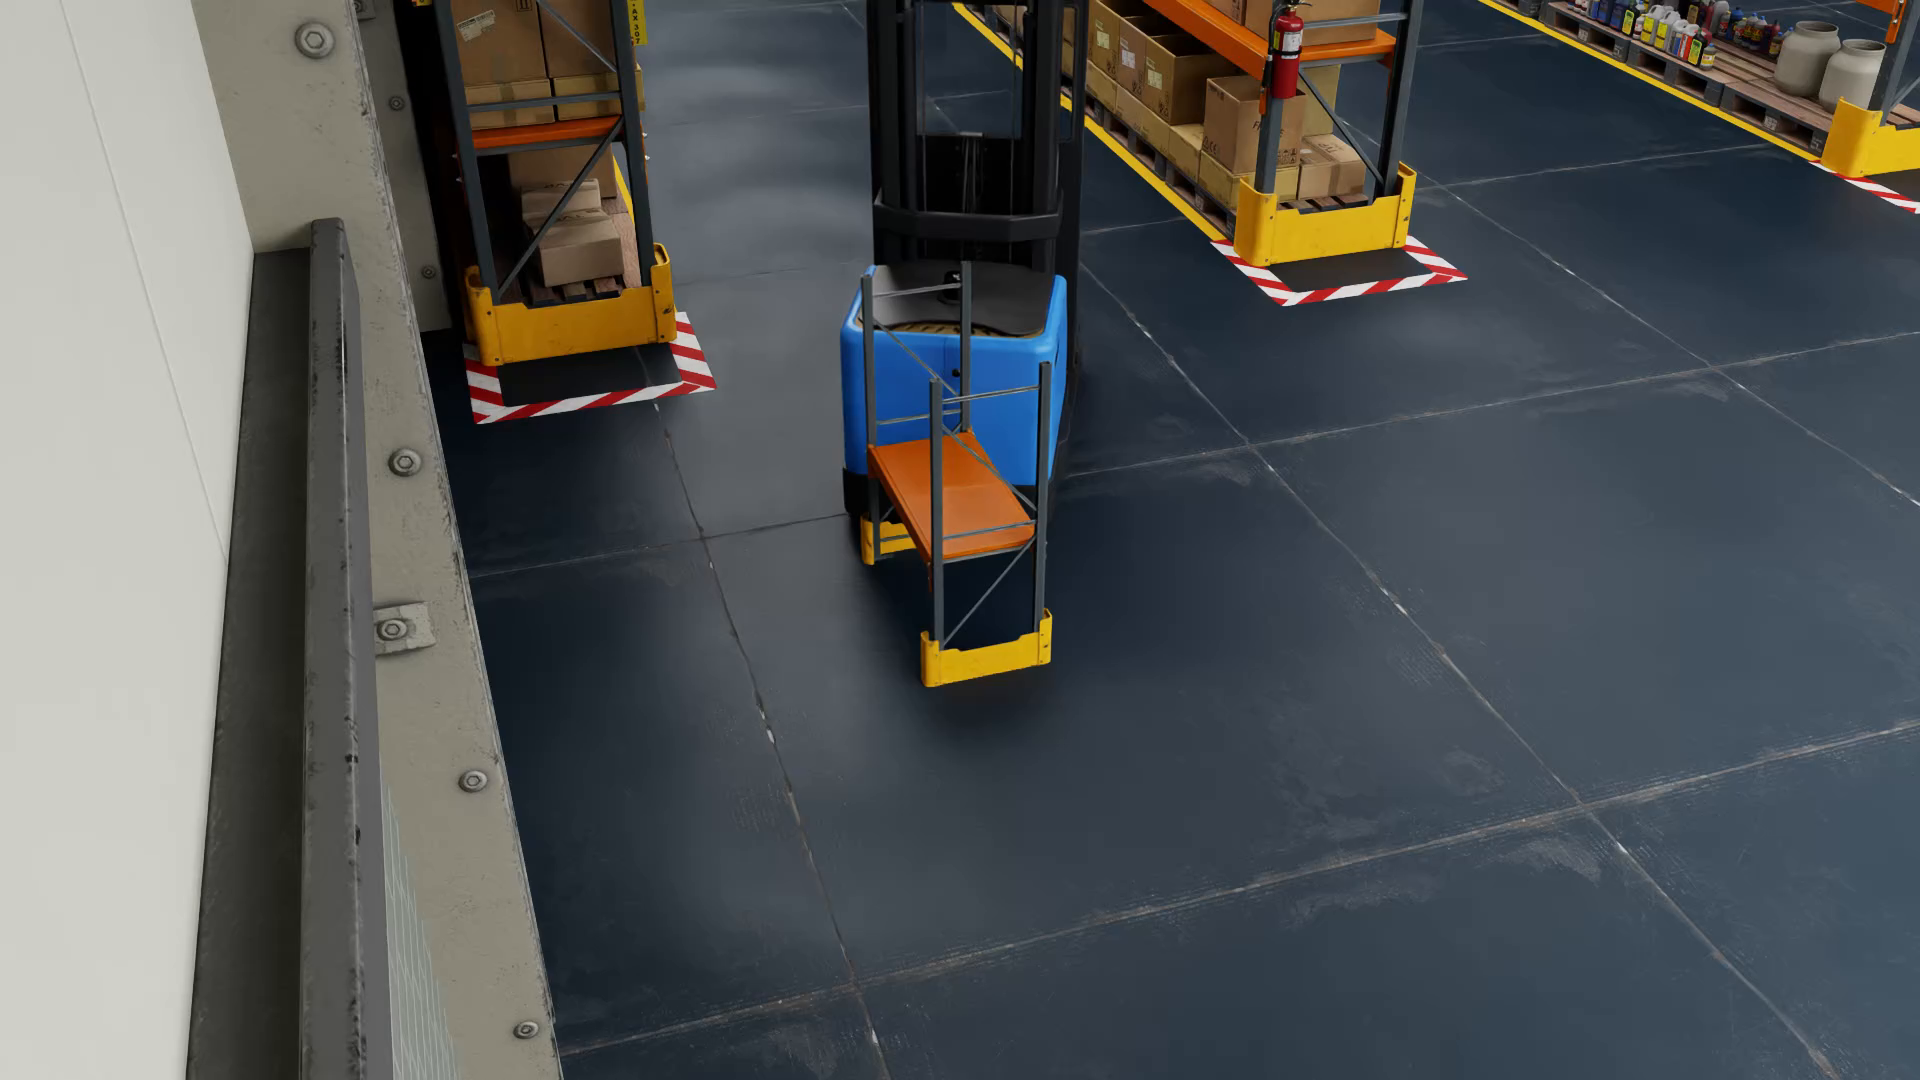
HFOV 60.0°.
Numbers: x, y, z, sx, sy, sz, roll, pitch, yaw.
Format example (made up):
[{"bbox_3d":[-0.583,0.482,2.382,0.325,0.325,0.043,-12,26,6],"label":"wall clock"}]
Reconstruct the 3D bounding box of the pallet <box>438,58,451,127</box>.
[{"bbox_3d":[-3.749,-3.759,13.747,1.003,0.211,1.213,-10,35,-15],"label":"pallet"}]

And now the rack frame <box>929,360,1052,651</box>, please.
[{"bbox_3d":[0.122,-0.038,6.947,0.500,1.500,0.032,-10,35,-15],"label":"rack frame"}]

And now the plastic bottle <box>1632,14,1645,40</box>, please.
[{"bbox_3d":[5.898,-4.450,14.403,0.097,0.201,0.097,0,33,0],"label":"plastic bottle"}]

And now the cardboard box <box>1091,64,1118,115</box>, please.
[{"bbox_3d":[1.355,-3.555,13.023,0.500,0.250,0.500,-10,35,-15],"label":"cardboard box"}]

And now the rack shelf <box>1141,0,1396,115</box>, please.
[{"bbox_3d":[1.817,-3.998,12.233,1.077,0.370,4.000,-10,35,-15],"label":"rack shelf"}]

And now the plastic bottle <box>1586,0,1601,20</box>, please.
[{"bbox_3d":[5.730,-4.821,14.896,0.152,0.276,0.135,-9,34,-13],"label":"plastic bottle"}]

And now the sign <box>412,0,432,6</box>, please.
[{"bbox_3d":[-2.824,-2.946,8.650,0.100,0.325,0.005,-10,35,-15],"label":"sign"}]

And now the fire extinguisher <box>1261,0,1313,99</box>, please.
[{"bbox_3d":[2.021,-3.076,10.254,0.296,0.674,0.183,-10,35,-15],"label":"fire extinguisher"}]

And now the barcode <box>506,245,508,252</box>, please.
[{"bbox_3d":[-2.801,-1.800,10.284,0.001,0.075,0.075,-10,35,-15],"label":"barcode"}]

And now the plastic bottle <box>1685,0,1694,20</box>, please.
[{"bbox_3d":[6.544,-4.761,14.799,0.061,0.283,0.133,-8,34,-12],"label":"plastic bottle"}]

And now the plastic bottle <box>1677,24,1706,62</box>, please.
[{"bbox_3d":[6.117,-4.154,13.887,0.152,0.276,0.135,-10,35,-14],"label":"plastic bottle"}]

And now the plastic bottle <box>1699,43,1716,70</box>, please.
[{"bbox_3d":[6.168,-3.986,13.701,0.097,0.201,0.097,0,33,0],"label":"plastic bottle"}]

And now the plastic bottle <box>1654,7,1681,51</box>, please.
[{"bbox_3d":[6.020,-4.345,14.108,0.144,0.351,0.185,-9,34,-13],"label":"plastic bottle"}]

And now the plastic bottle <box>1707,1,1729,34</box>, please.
[{"bbox_3d":[6.599,-4.581,14.533,0.152,0.276,0.135,-9,35,-14],"label":"plastic bottle"}]

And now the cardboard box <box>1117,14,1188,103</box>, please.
[{"bbox_3d":[1.510,-3.606,12.420,0.500,0.500,0.500,-10,35,-15],"label":"cardboard box"}]

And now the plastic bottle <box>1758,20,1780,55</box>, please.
[{"bbox_3d":[6.837,-4.256,14.035,0.061,0.283,0.133,-9,35,-14],"label":"plastic bottle"}]

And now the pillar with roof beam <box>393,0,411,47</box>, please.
[{"bbox_3d":[-1.057,-9.013,13.727,9.100,9.000,0.400,-10,35,-15],"label":"pillar with roof beam"}]

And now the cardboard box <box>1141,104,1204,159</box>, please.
[{"bbox_3d":[1.664,-3.031,12.230,0.500,0.250,0.500,-10,35,-15],"label":"cardboard box"}]

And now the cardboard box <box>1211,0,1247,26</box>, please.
[{"bbox_3d":[2.132,-3.812,11.208,0.700,0.500,0.500,-9,35,-13],"label":"cardboard box"}]

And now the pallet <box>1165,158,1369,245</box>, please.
[{"bbox_3d":[2.154,-2.480,11.811,1.003,0.211,1.213,-10,35,-15],"label":"pallet"}]

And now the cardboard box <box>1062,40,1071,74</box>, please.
[{"bbox_3d":[1.059,-4.082,13.820,0.500,0.250,0.500,-10,35,-15],"label":"cardboard box"}]

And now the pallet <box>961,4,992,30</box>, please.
[{"bbox_3d":[0.569,-5.207,15.939,1.003,0.211,1.213,-10,35,-15],"label":"pallet"}]

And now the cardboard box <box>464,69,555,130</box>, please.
[{"bbox_3d":[-2.617,-2.572,9.540,0.500,0.250,0.500,-10,35,-14],"label":"cardboard box"}]

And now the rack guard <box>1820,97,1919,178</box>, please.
[{"bbox_3d":[7.077,-3.069,12.440,1.175,0.500,0.348,-10,35,-15],"label":"rack guard"}]

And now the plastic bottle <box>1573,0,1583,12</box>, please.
[{"bbox_3d":[5.636,-4.901,15.086,0.097,0.201,0.097,0,33,0],"label":"plastic bottle"}]

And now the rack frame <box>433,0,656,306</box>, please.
[{"bbox_3d":[-2.290,-2.414,9.182,1.000,3.000,0.127,-10,35,-15],"label":"rack frame"}]

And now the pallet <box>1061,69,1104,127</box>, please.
[{"bbox_3d":[1.409,-3.761,13.750,1.003,0.211,1.213,-10,35,-15],"label":"pallet"}]

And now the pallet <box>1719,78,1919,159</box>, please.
[{"bbox_3d":[6.835,-3.376,13.167,1.003,0.211,1.213,-10,35,-15],"label":"pallet"}]

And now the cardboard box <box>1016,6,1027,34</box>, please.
[{"bbox_3d":[0.804,-4.546,14.521,0.500,0.250,0.500,-10,35,-15],"label":"cardboard box"}]

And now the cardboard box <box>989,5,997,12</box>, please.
[{"bbox_3d":[0.495,-5.080,15.330,0.500,0.250,0.500,-9,35,-14],"label":"cardboard box"}]

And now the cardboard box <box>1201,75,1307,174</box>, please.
[{"bbox_3d":[1.980,-2.821,11.231,0.500,0.500,0.500,-10,35,-15],"label":"cardboard box"}]

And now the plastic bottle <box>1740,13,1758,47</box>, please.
[{"bbox_3d":[6.754,-4.362,14.205,0.097,0.271,0.097,0,33,0],"label":"plastic bottle"}]

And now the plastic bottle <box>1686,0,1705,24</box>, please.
[{"bbox_3d":[6.463,-4.639,14.615,0.061,0.283,0.133,-10,35,-15],"label":"plastic bottle"}]

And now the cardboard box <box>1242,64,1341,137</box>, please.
[{"bbox_3d":[2.321,-3.171,11.760,0.500,0.500,0.500,-10,35,-15],"label":"cardboard box"}]

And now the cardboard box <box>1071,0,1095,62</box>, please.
[{"bbox_3d":[1.210,-4.132,13.216,0.500,0.500,0.500,-10,35,-15],"label":"cardboard box"}]

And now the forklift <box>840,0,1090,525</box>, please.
[{"bbox_3d":[0.118,-2.078,8.736,1.130,2.935,3.031,4,34,6],"label":"forklift"}]

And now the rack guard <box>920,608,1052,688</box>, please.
[{"bbox_3d":[0.116,0.473,7.307,0.587,0.250,0.087,-10,35,-15],"label":"rack guard"}]

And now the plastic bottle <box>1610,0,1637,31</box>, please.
[{"bbox_3d":[5.834,-4.665,14.593,0.144,0.351,0.185,-11,35,-17],"label":"plastic bottle"}]

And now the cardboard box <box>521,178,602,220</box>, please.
[{"bbox_3d":[-2.589,-2.153,10.827,0.500,0.311,0.500,-7,34,-11],"label":"cardboard box"}]

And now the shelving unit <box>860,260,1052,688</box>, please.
[{"bbox_3d":[-0.038,-0.309,7.358,0.587,1.500,1.083,-10,35,-15],"label":"shelving unit"}]

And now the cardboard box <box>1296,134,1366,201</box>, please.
[{"bbox_3d":[2.475,-2.596,11.570,0.500,0.250,0.500,-10,35,-15],"label":"cardboard box"}]

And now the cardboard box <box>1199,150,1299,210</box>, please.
[{"bbox_3d":[1.982,-2.508,11.438,0.500,0.250,0.500,-10,35,-15],"label":"cardboard box"}]

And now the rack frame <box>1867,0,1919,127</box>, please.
[{"bbox_3d":[7.145,-4.080,11.703,1.000,3.000,0.127,-10,35,-15],"label":"rack frame"}]

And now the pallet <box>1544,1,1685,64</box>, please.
[{"bbox_3d":[6.090,-4.657,15.106,1.003,0.211,1.213,-10,35,-15],"label":"pallet"}]

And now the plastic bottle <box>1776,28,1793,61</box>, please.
[{"bbox_3d":[6.889,-4.129,13.854,0.097,0.271,0.097,0,33,0],"label":"plastic bottle"}]

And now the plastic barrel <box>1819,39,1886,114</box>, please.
[{"bbox_3d":[6.872,-3.549,12.776,0.421,0.512,0.421,0,33,0],"label":"plastic barrel"}]

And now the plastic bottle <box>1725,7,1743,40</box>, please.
[{"bbox_3d":[6.692,-4.468,14.366,0.097,0.271,0.097,0,33,0],"label":"plastic bottle"}]

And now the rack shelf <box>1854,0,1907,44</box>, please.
[{"bbox_3d":[6.535,-4.829,13.490,1.077,0.370,4.000,-10,35,-15],"label":"rack shelf"}]

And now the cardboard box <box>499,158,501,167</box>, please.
[{"bbox_3d":[-3.041,-2.665,11.749,0.380,0.149,0.250,-13,36,-19],"label":"cardboard box"}]

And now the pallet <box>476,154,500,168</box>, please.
[{"bbox_3d":[-3.271,-3.004,12.604,1.003,0.211,1.213,-10,35,-15],"label":"pallet"}]

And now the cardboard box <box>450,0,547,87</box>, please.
[{"bbox_3d":[-2.636,-2.884,9.331,0.500,0.500,0.500,-10,35,-15],"label":"cardboard box"}]

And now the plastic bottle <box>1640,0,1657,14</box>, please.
[{"bbox_3d":[6.259,-4.944,15.015,0.144,0.351,0.185,-10,35,-15],"label":"plastic bottle"}]

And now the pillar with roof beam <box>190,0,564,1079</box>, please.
[{"bbox_3d":[2.603,-2.712,4.192,9.100,9.000,0.400,-10,35,-15],"label":"pillar with roof beam"}]

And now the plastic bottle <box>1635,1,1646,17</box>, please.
[{"bbox_3d":[5.914,-4.561,14.508,0.097,0.271,0.097,0,33,0],"label":"plastic bottle"}]
